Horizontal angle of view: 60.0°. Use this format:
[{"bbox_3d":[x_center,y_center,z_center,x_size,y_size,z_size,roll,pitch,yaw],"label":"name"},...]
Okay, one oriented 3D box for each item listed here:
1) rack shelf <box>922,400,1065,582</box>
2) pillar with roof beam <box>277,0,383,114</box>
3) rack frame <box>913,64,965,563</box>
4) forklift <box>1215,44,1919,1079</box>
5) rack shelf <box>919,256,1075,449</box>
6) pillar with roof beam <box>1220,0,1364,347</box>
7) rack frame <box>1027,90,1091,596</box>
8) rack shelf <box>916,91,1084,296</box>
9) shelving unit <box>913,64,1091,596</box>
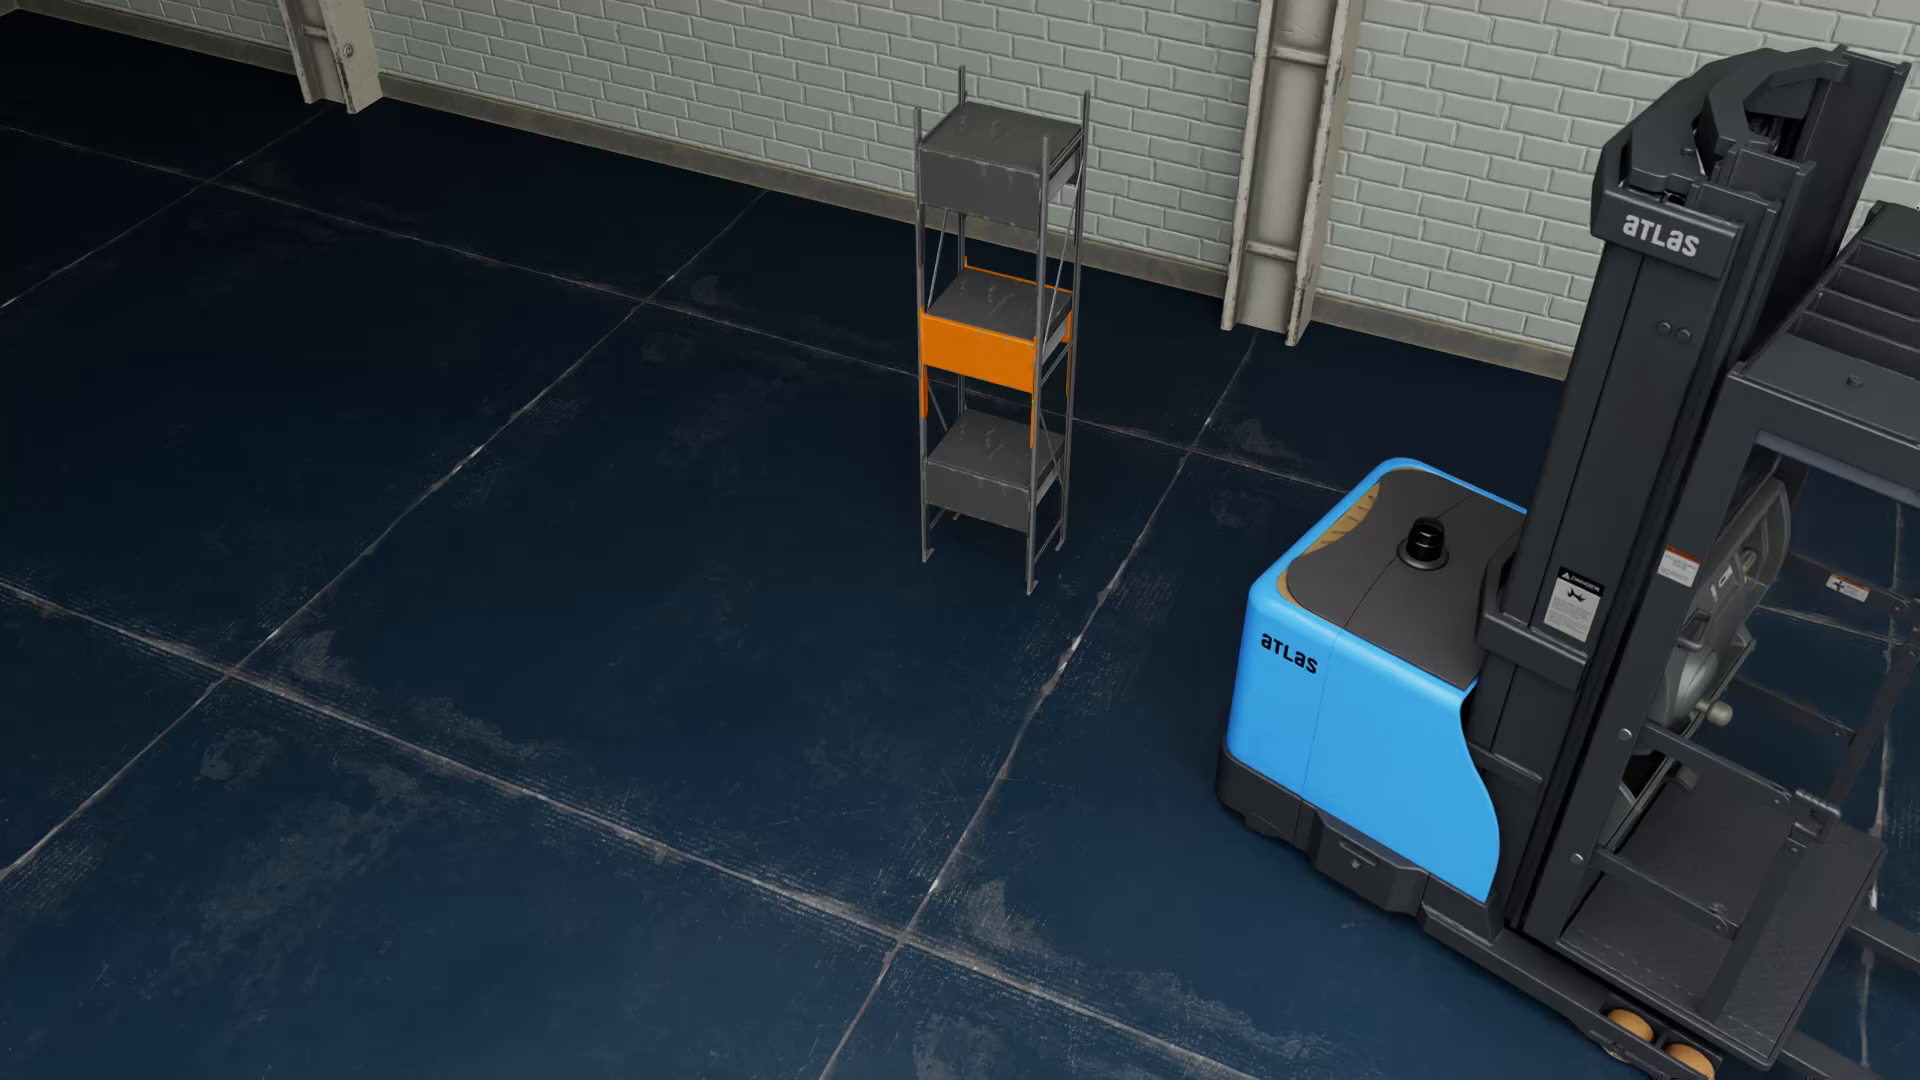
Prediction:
[{"bbox_3d":[0.150,-0.208,6.977,0.480,0.518,0.431,17,44,19],"label":"rack shelf"},{"bbox_3d":[-5.685,-3.626,4.562,0.400,9.000,9.100,17,44,19],"label":"pillar with roof beam"},{"bbox_3d":[-0.071,-0.815,6.587,0.015,2.100,0.400,17,44,19],"label":"rack frame"},{"bbox_3d":[2.382,0.248,4.726,3.031,2.935,1.130,29,49,29],"label":"forklift"},{"bbox_3d":[0.150,-0.737,6.518,0.480,0.518,0.431,17,44,19],"label":"rack shelf"},{"bbox_3d":[-0.248,-1.964,2.645,0.400,9.000,9.100,17,44,19],"label":"pillar with roof beam"},{"bbox_3d":[0.371,-0.680,6.431,0.015,2.100,0.400,17,44,19],"label":"rack frame"},{"bbox_3d":[0.150,-1.266,6.060,0.480,0.518,0.431,17,44,19],"label":"rack shelf"},{"bbox_3d":[0.150,-0.748,6.509,0.503,2.100,0.431,17,44,19],"label":"shelving unit"}]
